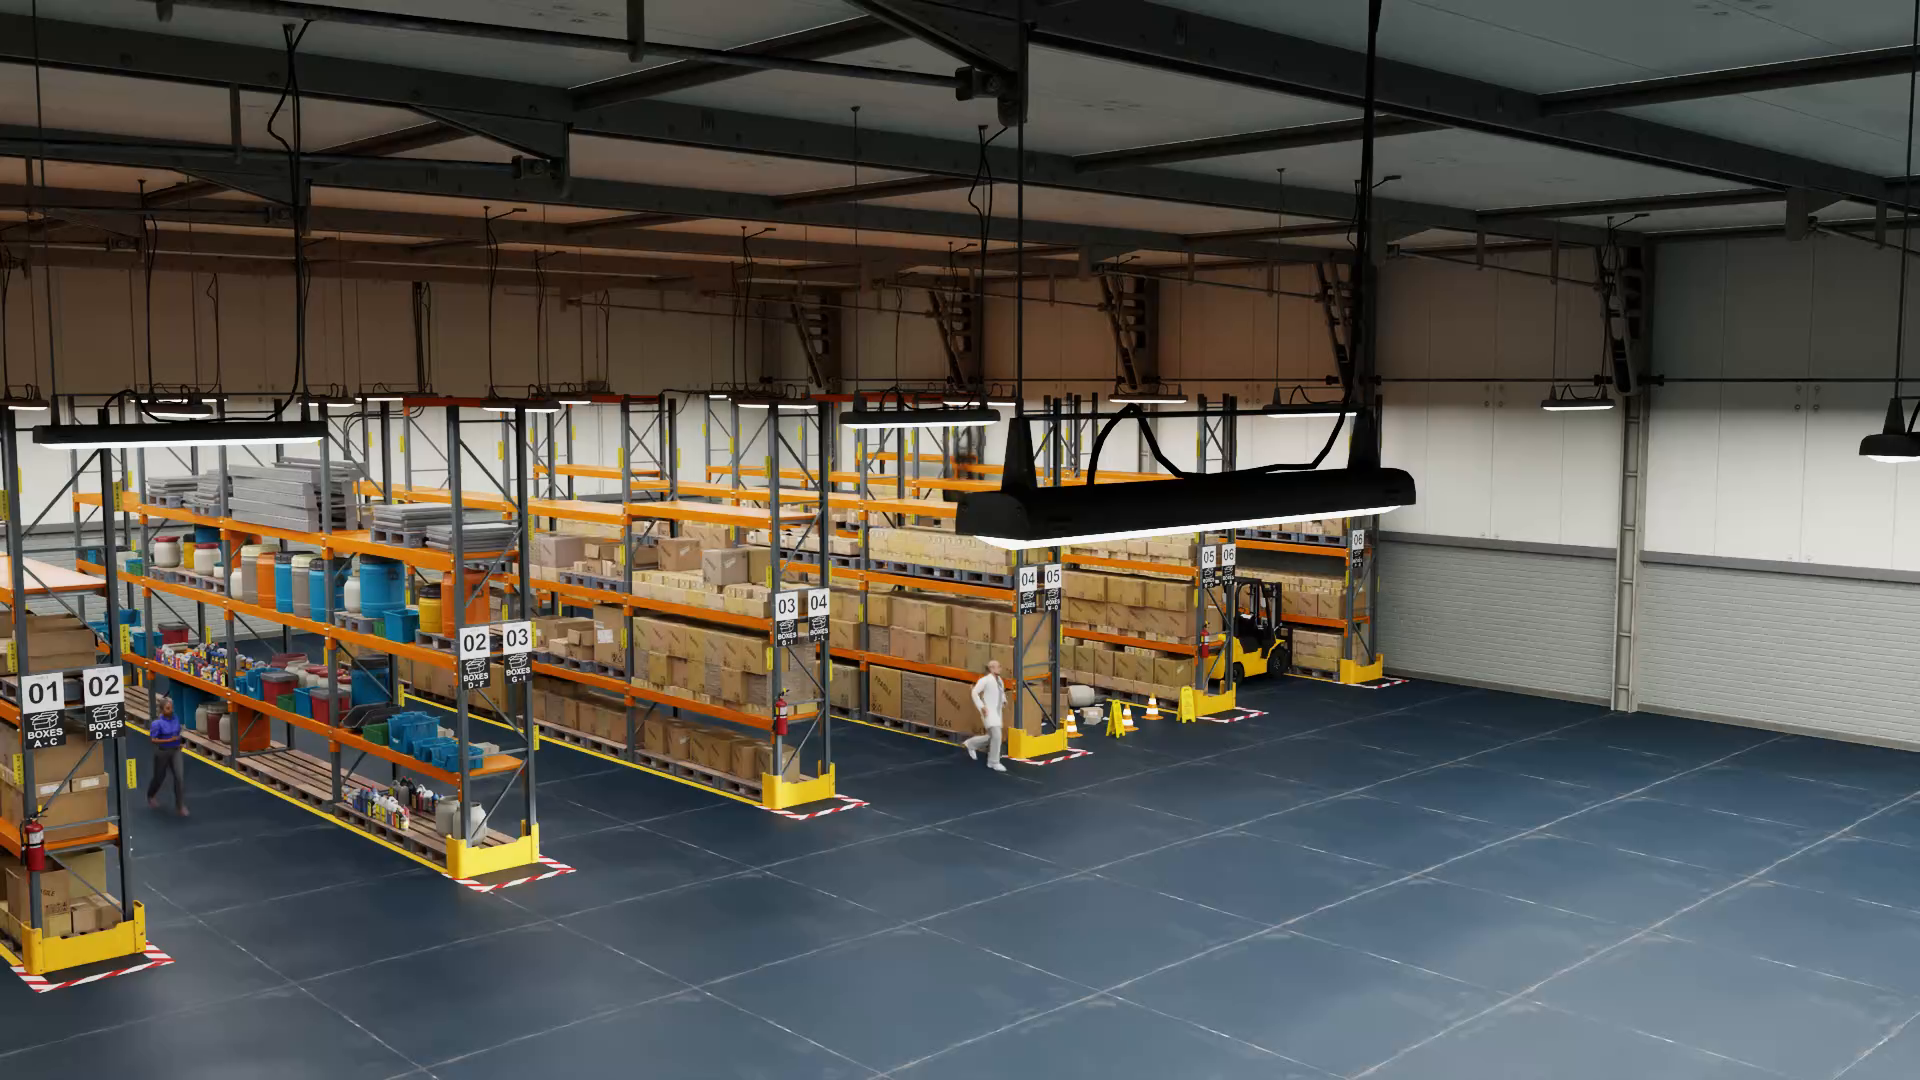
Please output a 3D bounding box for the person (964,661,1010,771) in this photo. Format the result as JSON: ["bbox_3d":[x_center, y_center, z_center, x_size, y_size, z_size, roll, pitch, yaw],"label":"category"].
[{"bbox_3d":[0.477,2.853,27.254,0.867,1.763,0.756,4,7,33],"label":"person"}]

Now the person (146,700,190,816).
[{"bbox_3d":[-11.548,3.143,24.203,0.929,1.662,0.566,4,7,35],"label":"person"}]
